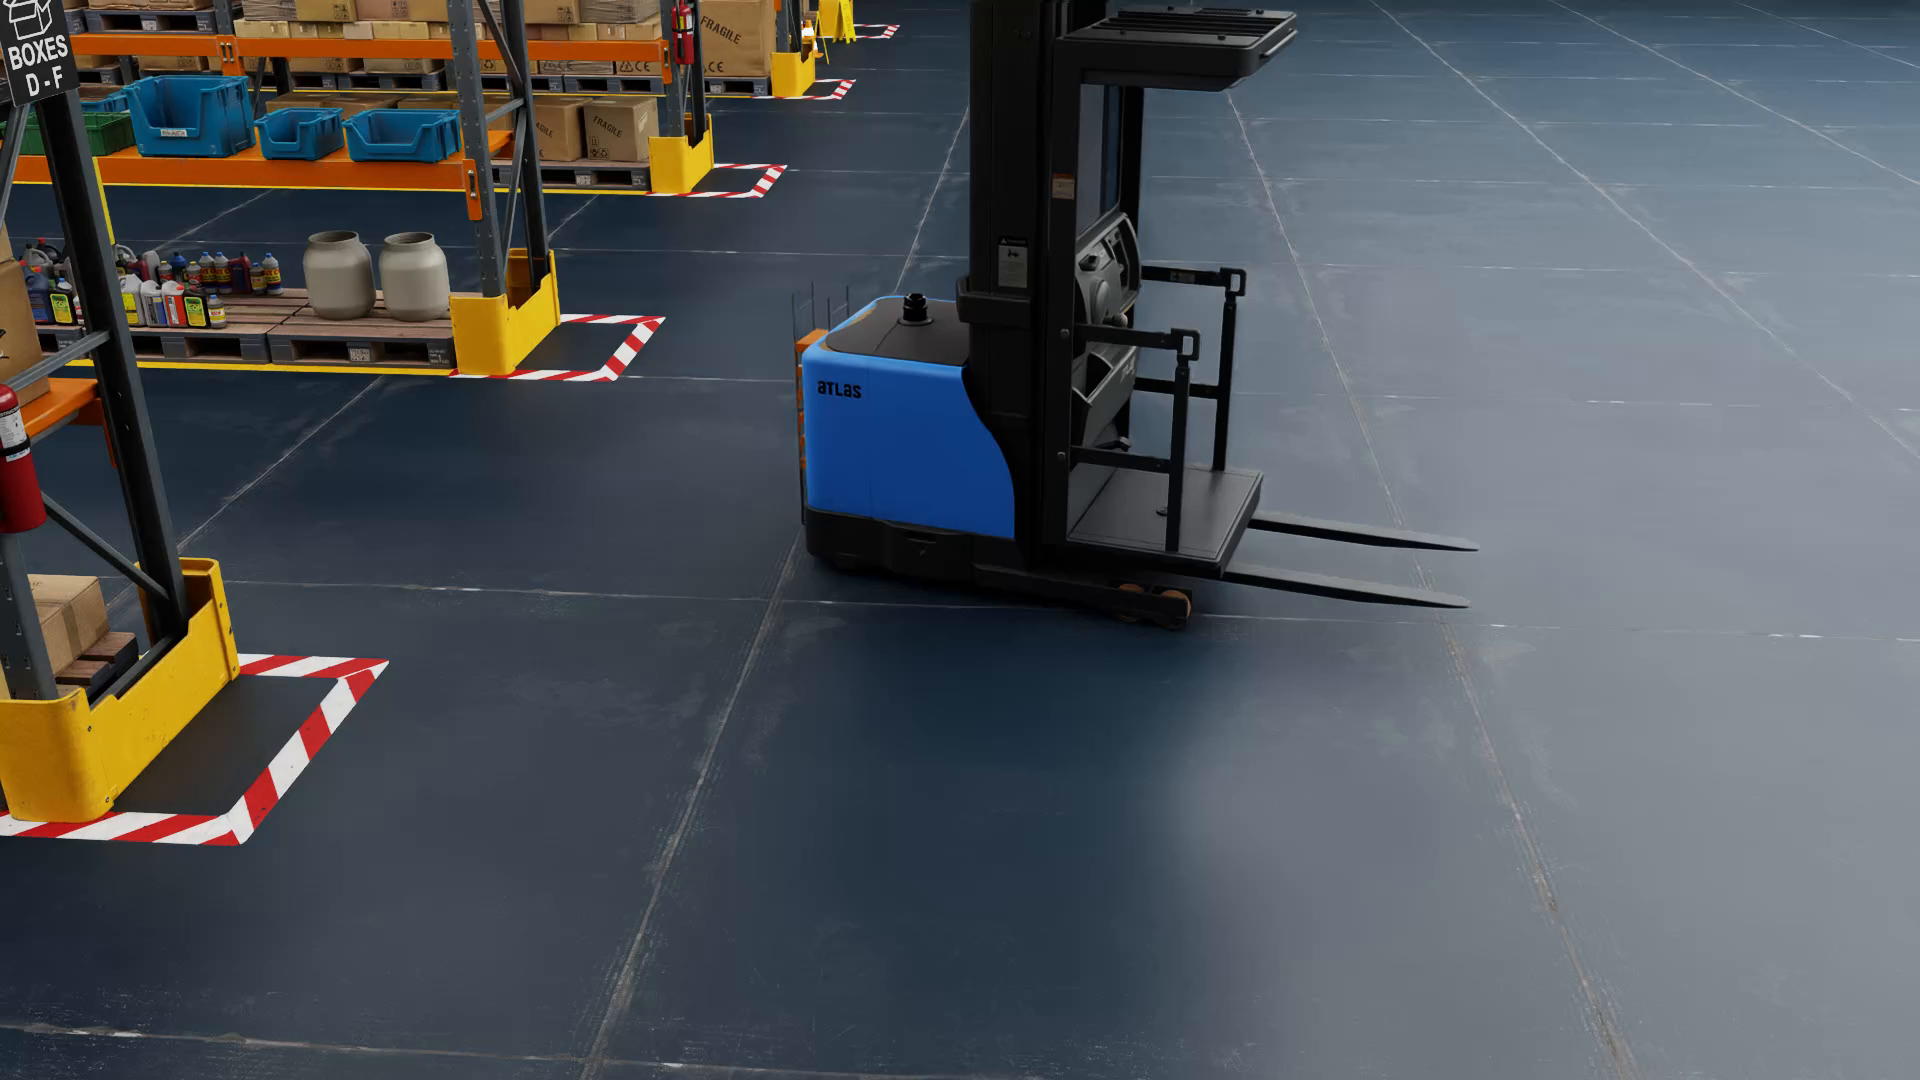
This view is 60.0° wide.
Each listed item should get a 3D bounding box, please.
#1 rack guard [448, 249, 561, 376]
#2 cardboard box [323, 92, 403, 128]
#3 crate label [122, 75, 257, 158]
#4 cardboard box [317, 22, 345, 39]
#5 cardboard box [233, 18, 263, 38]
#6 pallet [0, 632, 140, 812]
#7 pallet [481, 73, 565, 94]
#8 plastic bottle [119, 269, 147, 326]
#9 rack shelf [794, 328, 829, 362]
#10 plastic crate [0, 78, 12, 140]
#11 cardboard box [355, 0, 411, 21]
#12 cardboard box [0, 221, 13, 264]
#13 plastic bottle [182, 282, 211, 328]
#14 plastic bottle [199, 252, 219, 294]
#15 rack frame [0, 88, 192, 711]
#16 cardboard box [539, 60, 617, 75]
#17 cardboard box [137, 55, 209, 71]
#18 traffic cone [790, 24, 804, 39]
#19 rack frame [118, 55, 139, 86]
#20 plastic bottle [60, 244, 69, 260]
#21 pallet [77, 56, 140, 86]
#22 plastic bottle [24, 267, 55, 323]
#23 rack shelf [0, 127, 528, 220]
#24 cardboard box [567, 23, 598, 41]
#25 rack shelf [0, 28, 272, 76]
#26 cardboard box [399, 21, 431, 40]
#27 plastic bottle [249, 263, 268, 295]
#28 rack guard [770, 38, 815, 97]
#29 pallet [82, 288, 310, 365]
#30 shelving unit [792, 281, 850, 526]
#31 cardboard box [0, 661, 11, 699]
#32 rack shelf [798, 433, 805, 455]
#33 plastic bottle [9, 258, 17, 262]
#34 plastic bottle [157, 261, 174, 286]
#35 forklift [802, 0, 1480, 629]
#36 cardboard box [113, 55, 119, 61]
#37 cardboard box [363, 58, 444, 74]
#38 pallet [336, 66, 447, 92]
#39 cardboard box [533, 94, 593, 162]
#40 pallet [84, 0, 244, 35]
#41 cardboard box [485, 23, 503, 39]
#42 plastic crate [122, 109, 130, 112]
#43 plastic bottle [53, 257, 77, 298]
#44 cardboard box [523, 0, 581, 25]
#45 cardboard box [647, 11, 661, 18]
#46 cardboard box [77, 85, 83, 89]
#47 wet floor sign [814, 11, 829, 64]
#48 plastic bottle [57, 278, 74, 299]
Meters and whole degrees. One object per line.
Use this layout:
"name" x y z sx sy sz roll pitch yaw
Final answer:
"rack guard" -2.955 -1.504 10.859 0.348 0.500 1.175 2 25 4
"cardboard box" -5.517 -3.859 15.476 0.500 0.500 0.500 10 27 21
"crate label" -4.731 -2.619 10.249 0.616 0.435 0.502 2 25 4
"cardboard box" -5.543 -4.588 14.873 0.250 0.149 0.380 2 25 4
"cardboard box" -6.293 -4.602 14.903 0.250 0.149 0.380 2 25 4
"pallet" -4.024 0.668 6.485 1.213 0.211 1.003 2 25 4
"pallet" -5.252 -5.589 20.083 1.213 0.211 1.003 2 25 4
"plastic bottle" -5.293 -1.556 10.626 0.185 0.351 0.144 3 25 6
"rack shelf" -0.663 -0.935 8.030 0.180 0.103 0.258 9 26 18
"plastic crate" -6.351 -2.686 10.513 0.504 0.338 0.767 2 25 4
"cardboard box" -5.038 -4.984 14.957 0.500 0.500 0.875 2 25 4
"cardboard box" -3.633 -1.034 5.953 0.250 0.149 0.380 2 25 4
"plastic bottle" -4.858 -1.494 10.572 0.133 0.283 0.061 2 25 5
"plastic bottle" -5.101 -1.819 11.291 0.097 0.271 0.097 0 25 0
"rack frame" -3.258 -0.592 5.887 0.127 3.000 1.000 2 25 4
"cardboard box" -4.483 -6.062 19.813 0.875 0.875 0.875 2 25 4
"cardboard box" -9.392 -6.152 20.160 0.750 0.750 1.050 2 25 3
"traffic cone" -2.265 -7.175 23.228 0.334 0.463 0.336 2 25 4
"rack frame" -9.992 -7.041 19.902 0.127 3.000 1.000 2 25 4
"plastic bottle" -6.008 -1.874 11.316 0.185 0.351 0.144 1 25 1
"pallet" -10.771 -5.800 20.540 1.213 0.211 1.003 2 25 4
"plastic bottle" -5.902 -1.576 10.668 0.185 0.351 0.144 1 25 2
"rack shelf" -4.869 -2.394 10.663 4.000 0.370 1.077 2 25 4
"cardboard box" -3.298 -4.524 14.734 0.250 0.149 0.380 2 25 4
"rack shelf" -8.478 -4.586 15.427 4.000 0.370 1.077 2 25 4
"cardboard box" -4.796 -4.560 14.811 0.250 0.149 0.380 2 25 4
"plastic bottle" -4.762 -1.776 11.282 0.097 0.201 0.097 0 25 0
"rack guard" -1.992 -5.648 19.866 0.348 0.500 1.175 2 25 4
"pallet" -4.977 -1.441 11.068 1.213 0.211 1.003 2 25 4
"shelving unit" -0.663 -0.648 8.162 0.189 1.200 0.258 9 26 18
"cardboard box" -3.815 0.572 6.144 0.500 0.250 0.500 2 25 4
"rack shelf" -0.663 -0.499 8.231 0.180 0.103 0.258 9 26 18
"plastic bottle" -6.478 -1.831 11.402 0.097 0.201 0.097 0 25 0
"plastic bottle" -5.404 -1.797 11.327 0.097 0.201 0.097 0 25 0
"forklift" 0.841 -1.191 7.271 3.031 2.935 1.130 9 26 18
"cardboard box" -10.678 -6.225 20.617 0.500 0.500 0.500 1 25 2
"cardboard box" -6.630 -6.064 19.968 0.750 0.750 1.050 2 25 4
"pallet" -6.779 -5.639 20.192 1.213 0.211 1.003 2 25 4
"cardboard box" -3.716 -3.808 15.364 0.500 0.500 0.500 8 26 18
"pallet" -7.235 -4.847 15.363 1.213 0.211 1.003 2 25 4
"cardboard box" -4.044 -4.563 14.817 0.250 0.149 0.380 2 25 4
"plastic crate" -5.225 -2.718 10.823 0.437 0.136 0.530 2 25 4
"plastic bottle" -5.994 -1.778 11.196 0.135 0.276 0.152 2 25 4
"cardboard box" -3.550 -4.896 14.766 0.500 0.500 0.875 2 25 4
"cardboard box" -2.762 -4.715 15.148 0.250 0.149 0.380 2 25 4
"cardboard box" -8.683 -4.000 15.758 0.500 0.500 0.700 4 25 8
"wet floor sign" -1.835 -6.539 21.629 0.232 0.644 0.267 -2 25 -5
"plastic bottle" -5.753 -1.551 10.709 0.097 0.271 0.097 0 25 0
